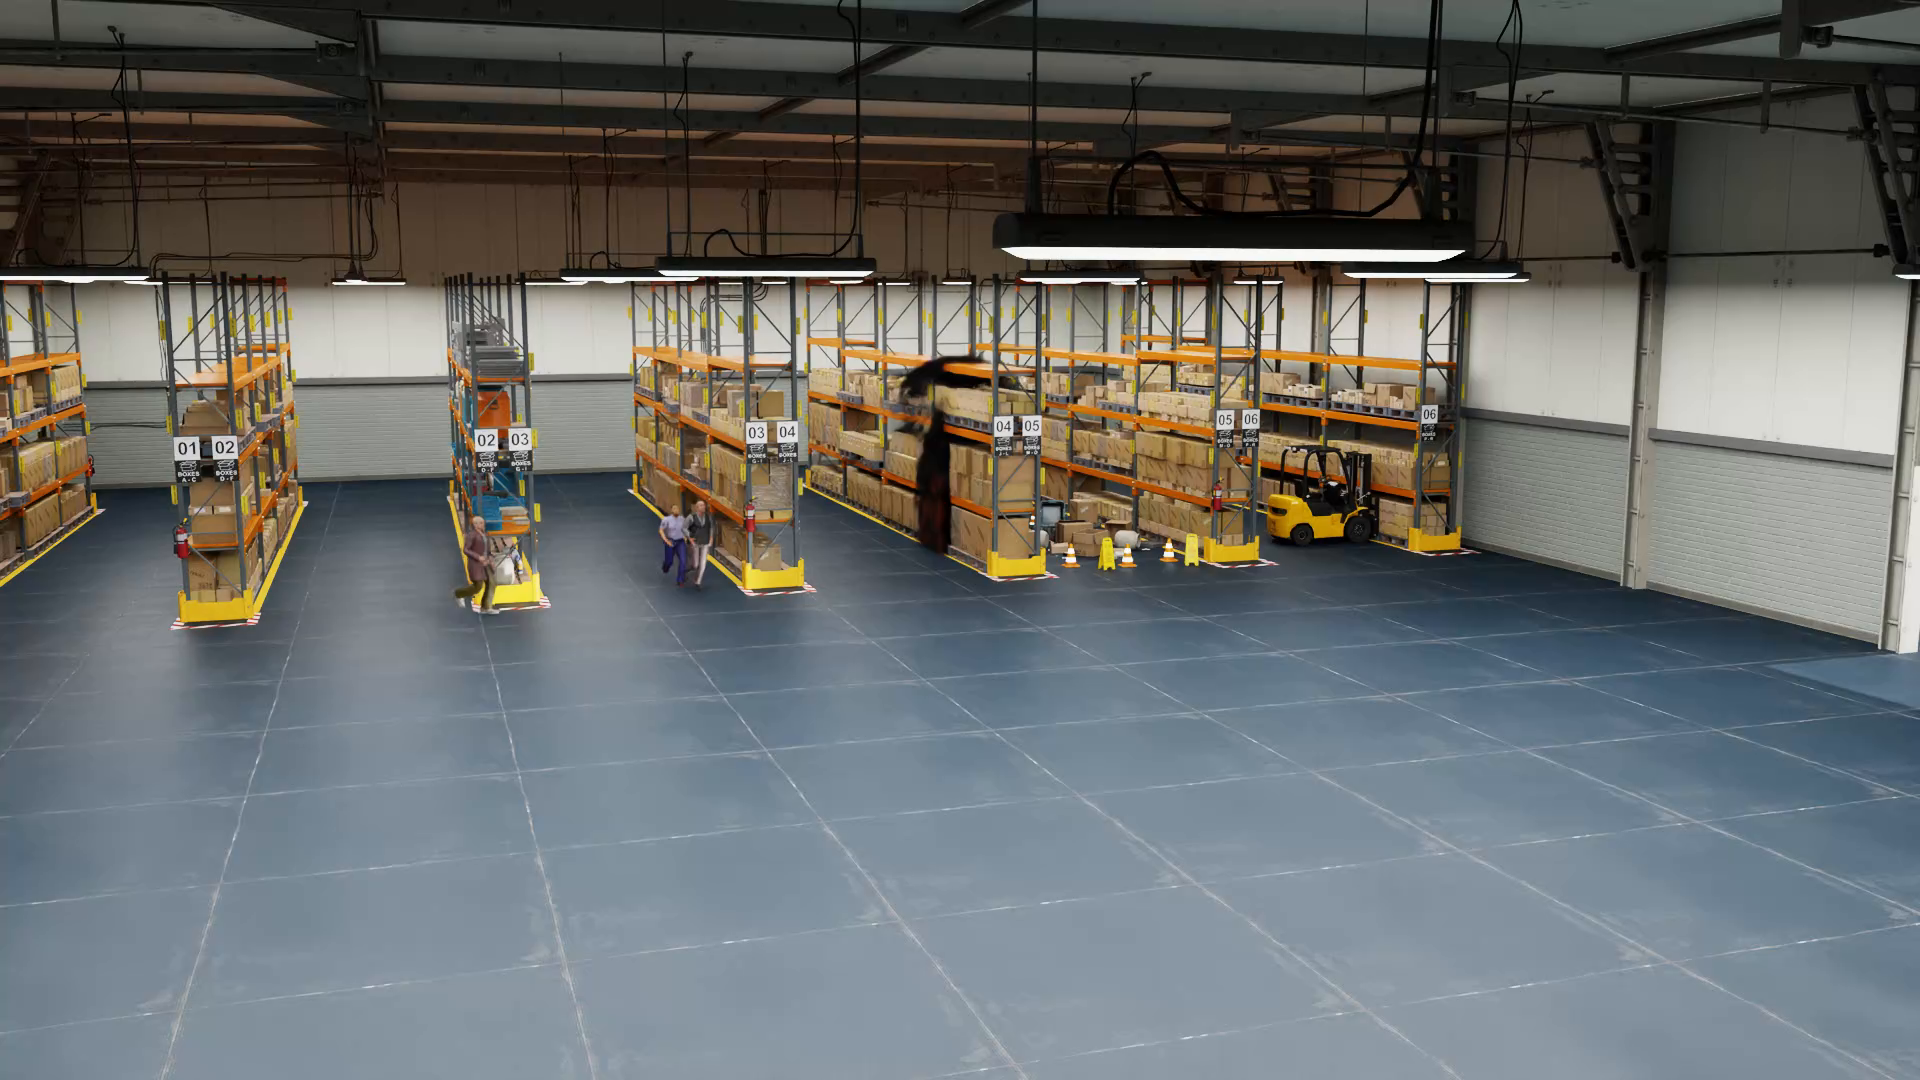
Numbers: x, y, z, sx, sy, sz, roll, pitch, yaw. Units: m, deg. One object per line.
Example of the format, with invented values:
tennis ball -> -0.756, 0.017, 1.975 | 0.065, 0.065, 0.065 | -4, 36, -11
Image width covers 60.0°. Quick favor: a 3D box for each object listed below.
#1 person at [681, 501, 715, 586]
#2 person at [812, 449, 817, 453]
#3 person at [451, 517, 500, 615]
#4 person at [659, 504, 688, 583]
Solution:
person -> -5.027, 0.054, 32.022 | 0.684, 1.630, 0.576 | -6, 10, -32
person -> -4.333, -2.579, 49.658 | 0.564, 1.656, 0.541 | 8, 12, 44
person -> -8.569, 0.444, 29.393 | 0.873, 1.743, 0.698 | 2, 9, 16
person -> -5.548, 0.051, 32.300 | 0.597, 1.517, 0.722 | -4, 9, -24
